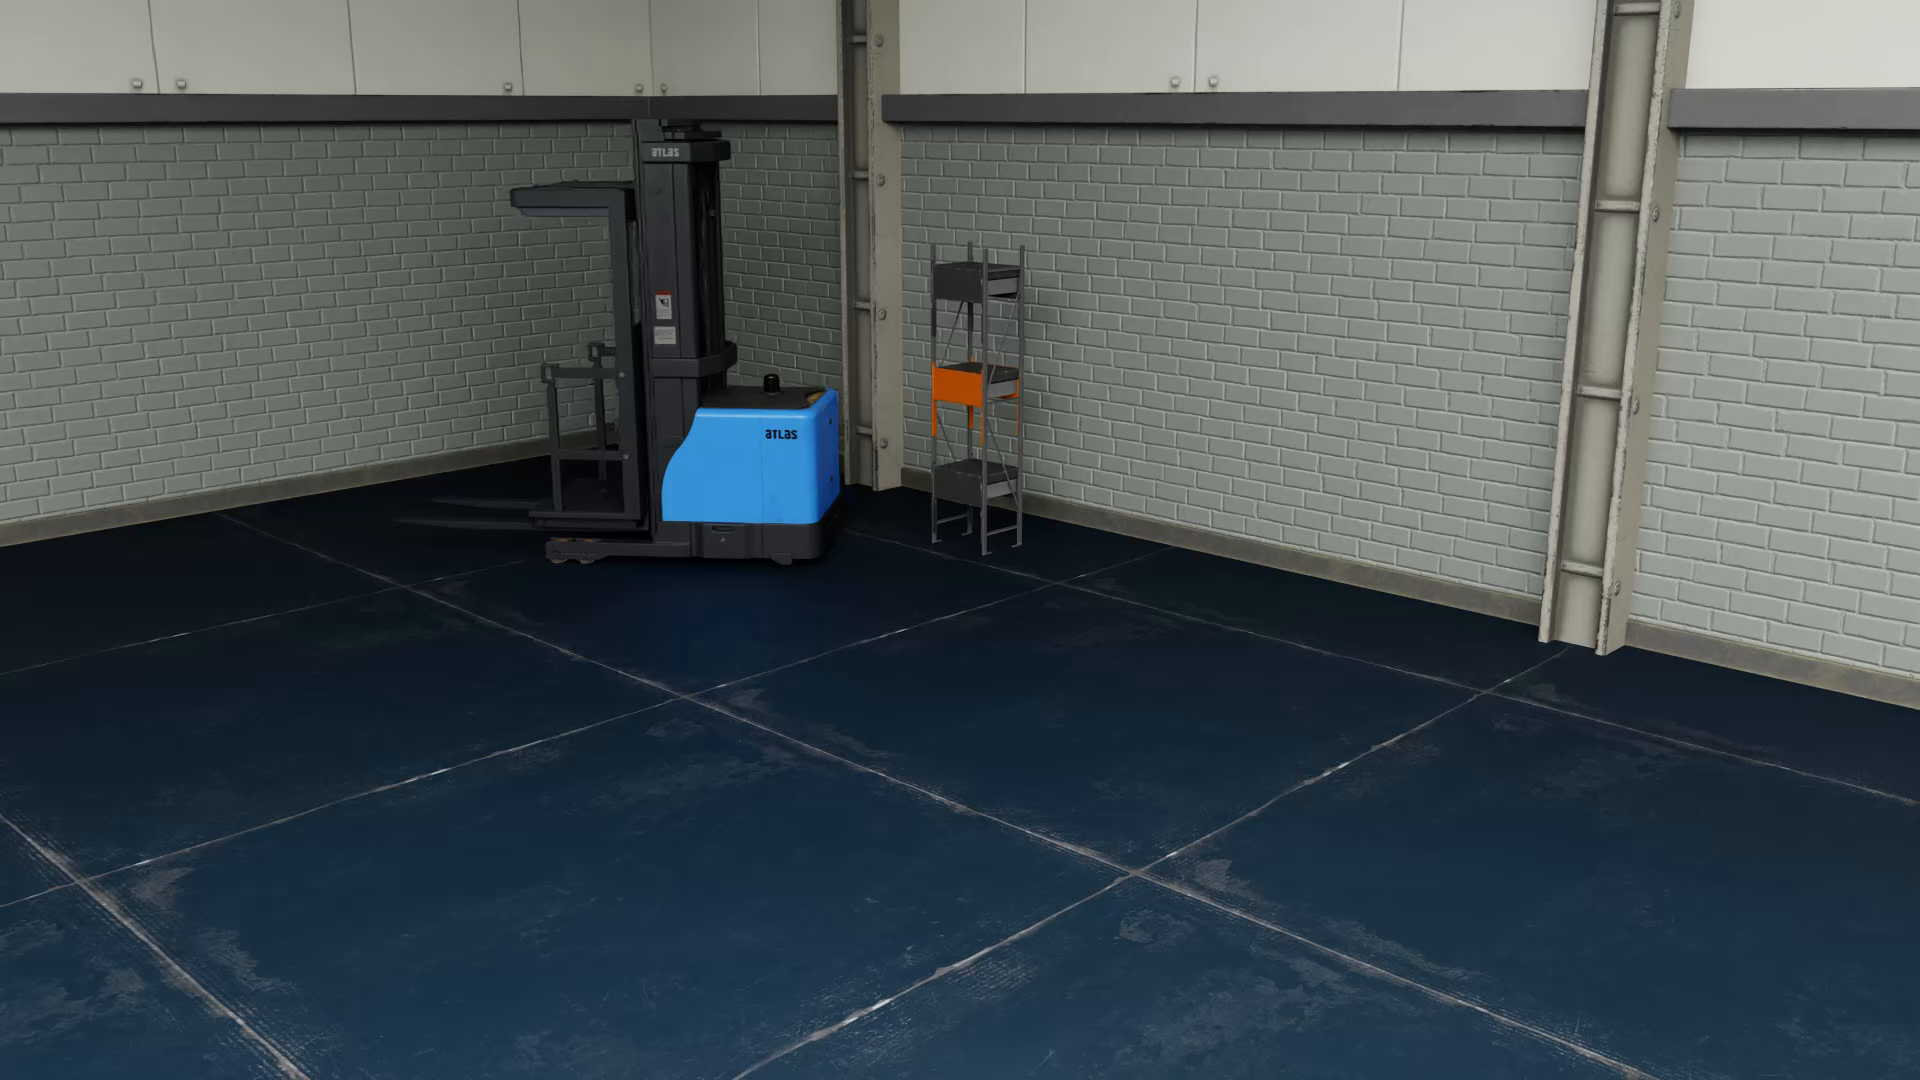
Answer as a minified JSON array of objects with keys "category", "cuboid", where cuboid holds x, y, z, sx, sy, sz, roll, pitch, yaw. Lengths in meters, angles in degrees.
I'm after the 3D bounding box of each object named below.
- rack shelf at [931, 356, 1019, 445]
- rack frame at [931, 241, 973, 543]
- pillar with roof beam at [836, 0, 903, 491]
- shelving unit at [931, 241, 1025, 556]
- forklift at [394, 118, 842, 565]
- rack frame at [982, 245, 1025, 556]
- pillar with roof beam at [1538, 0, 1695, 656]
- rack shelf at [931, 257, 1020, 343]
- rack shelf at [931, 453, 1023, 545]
[{"category":"rack shelf","cuboid":[0.119,-0.974,11.560,0.480,0.518,0.431,14,20,42]},{"category":"rack frame","cuboid":[-0.057,-1.030,11.720,0.015,2.100,0.400,14,20,42]},{"category":"pillar with roof beam","cuboid":[-3.695,-4.030,9.552,0.400,9.000,9.100,14,20,42]},{"category":"shelving unit","cuboid":[0.119,-0.987,11.556,0.503,2.100,0.431,14,20,42]},{"category":"forklift","cuboid":[-2.402,-1.386,11.437,3.031,2.935,1.130,1,15,5]},{"category":"rack frame","cuboid":[0.295,-0.944,11.392,0.015,2.100,0.400,14,20,42]},{"category":"pillar with roof beam","cuboid":[0.624,-2.980,5.522,0.400,9.000,9.100,14,20,42]},{"category":"rack shelf","cuboid":[0.119,-1.651,11.383,0.480,0.518,0.431,14,20,42]},{"category":"rack shelf","cuboid":[0.119,-0.297,11.736,0.480,0.518,0.431,14,20,42]}]
